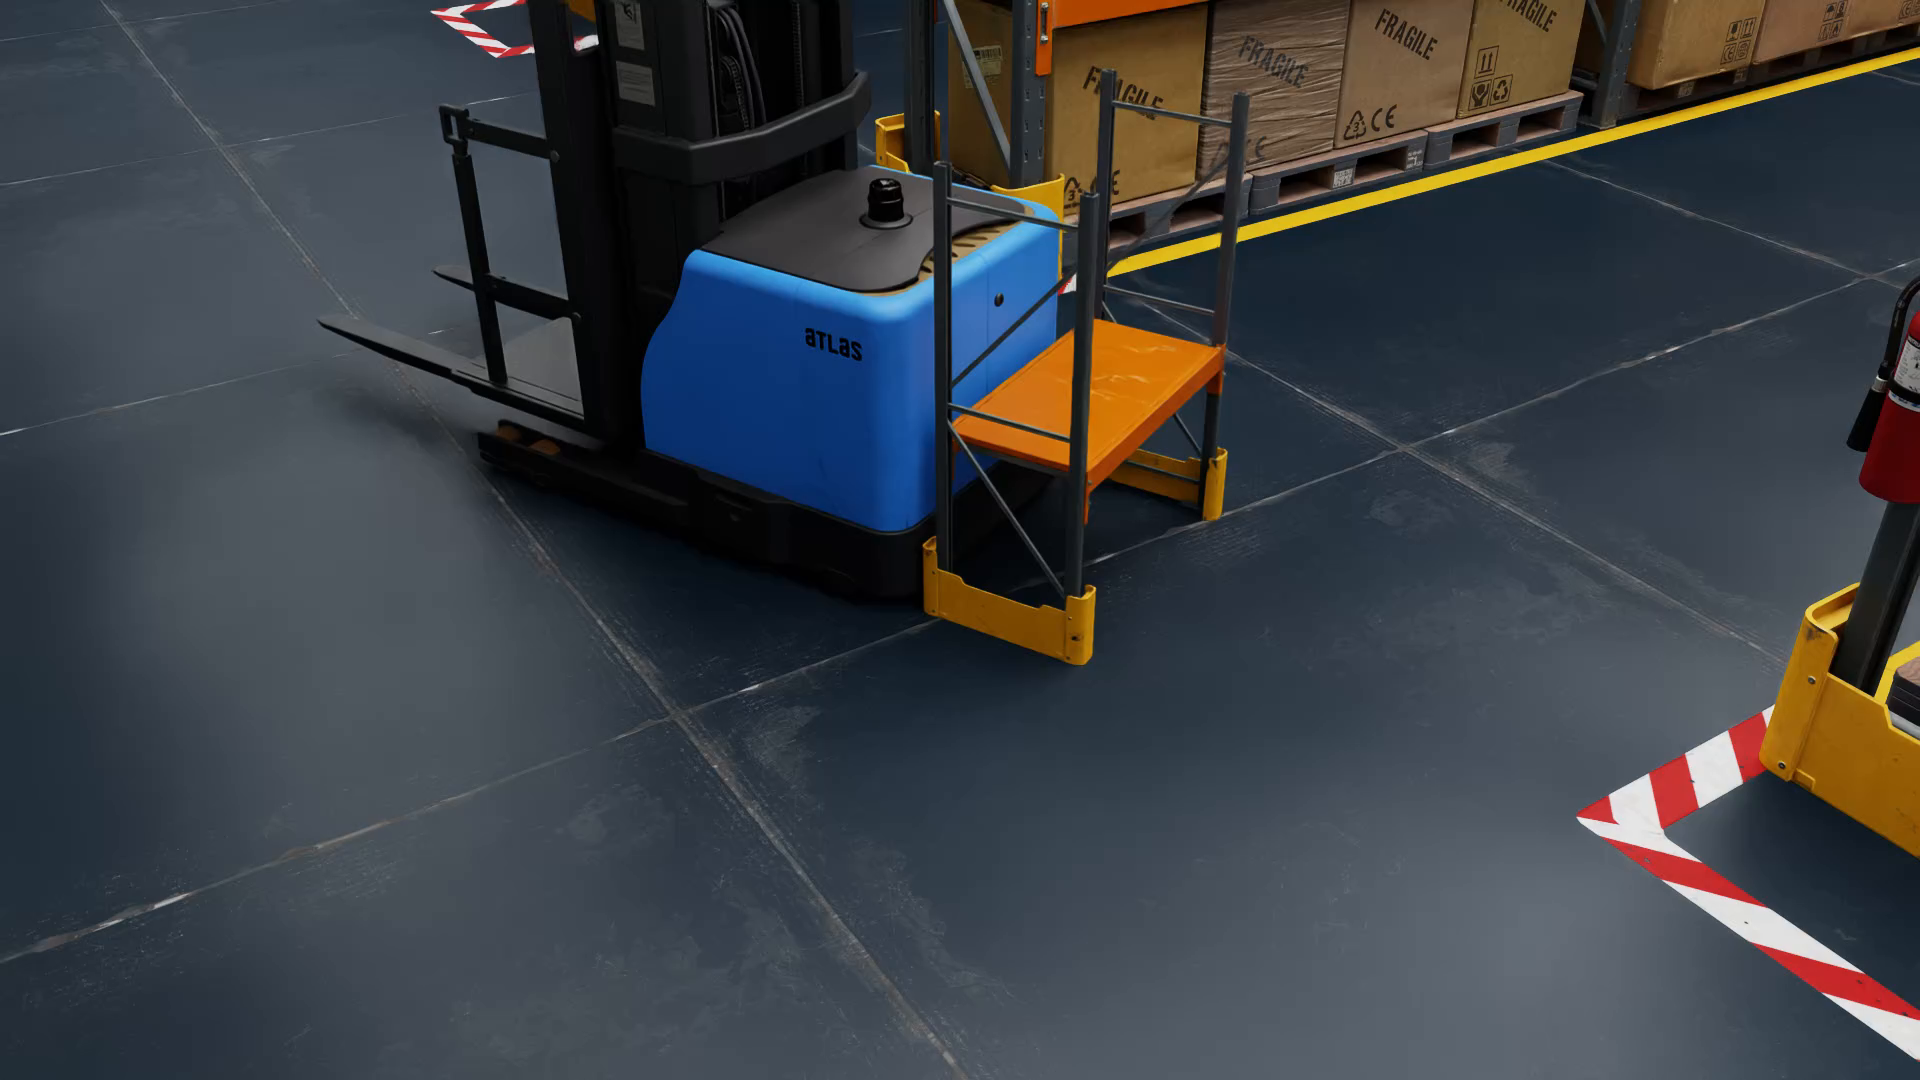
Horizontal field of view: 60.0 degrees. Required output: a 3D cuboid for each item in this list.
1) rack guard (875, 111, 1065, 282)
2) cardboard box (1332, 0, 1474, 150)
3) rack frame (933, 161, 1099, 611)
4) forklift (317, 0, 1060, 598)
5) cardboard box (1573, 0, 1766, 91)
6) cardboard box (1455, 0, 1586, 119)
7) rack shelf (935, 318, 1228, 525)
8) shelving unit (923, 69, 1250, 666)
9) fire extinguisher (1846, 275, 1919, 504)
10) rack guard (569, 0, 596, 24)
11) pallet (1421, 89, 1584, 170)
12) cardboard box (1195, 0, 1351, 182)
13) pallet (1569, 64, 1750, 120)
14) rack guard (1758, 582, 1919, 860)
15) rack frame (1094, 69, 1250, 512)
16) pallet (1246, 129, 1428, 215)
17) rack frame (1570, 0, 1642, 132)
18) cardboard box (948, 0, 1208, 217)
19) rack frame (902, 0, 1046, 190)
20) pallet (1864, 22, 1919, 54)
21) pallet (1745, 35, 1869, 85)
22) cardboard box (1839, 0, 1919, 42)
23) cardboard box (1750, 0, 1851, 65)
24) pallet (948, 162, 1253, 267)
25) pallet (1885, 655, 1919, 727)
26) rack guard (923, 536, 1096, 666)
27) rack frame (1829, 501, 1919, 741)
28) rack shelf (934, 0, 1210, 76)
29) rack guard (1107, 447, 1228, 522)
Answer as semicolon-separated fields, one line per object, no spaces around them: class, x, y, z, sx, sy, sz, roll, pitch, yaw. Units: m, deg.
rack guard;0.028;-1.602;7.821;0.348;0.500;1.175;-19;37;-27
cardboard box;2.056;-2.687;8.795;0.875;0.875;0.875;-19;37;-27
rack frame;0.146;-0.340;4.883;0.500;1.500;0.032;18;36;26
forklift;-1.166;-1.650;5.619;3.031;2.935;1.130;19;37;28
cardboard box;3.938;-3.296;9.761;0.875;0.875;1.225;-19;37;-27
cardboard box;2.813;-2.947;9.208;0.875;0.875;0.875;-19;37;-27
rack shelf;0.410;-0.420;5.347;0.538;0.185;1.000;18;36;26
shelving unit;0.405;-0.568;5.244;0.587;1.500;1.083;18;36;26
fire extinguisher;2.359;-0.415;4.019;0.183;0.674;0.296;-19;37;-27
rack guard;-2.490;-3.885;11.439;0.348;0.500;1.175;-19;37;-27
pallet;2.729;-2.459;9.450;1.213;0.211;1.003;-19;37;-27
cardboard box;1.308;-2.429;8.387;0.875;0.875;0.875;-19;37;-27
pallet;4.018;-2.900;10.150;1.213;0.211;1.003;-19;37;-27
rack guard;2.719;0.625;4.291;0.348;0.500;1.175;-19;37;-27
rack frame;0.673;-0.804;5.618;0.500;1.500;0.032;18;36;26
pallet;1.703;-2.104;8.887;1.213;0.211;1.003;-19;37;-27
rack frame;3.411;-3.823;8.998;0.127;3.000;1.000;-19;37;-27
cardboard box;0.543;-2.166;7.970;0.875;0.875;0.875;-19;37;-27
rack frame;0.049;-2.666;7.165;0.127;3.000;1.000;-19;37;-27
pallet;6.069;-3.605;11.268;1.213;0.211;1.003;-19;37;-27
pallet;5.045;-3.255;10.712;1.213;0.211;1.003;-19;37;-27
cardboard box;5.428;-3.814;10.582;0.875;0.875;1.225;-19;37;-27
cardboard box;4.688;-3.554;10.171;0.875;0.875;1.225;-20;38;-29
pallet;0.678;-1.753;8.331;1.213;0.211;1.003;-19;37;-27
pallet;3.446;0.513;4.739;1.213;0.211;1.003;-19;37;-27
rack guard;0.147;0.188;5.217;0.587;0.250;0.087;18;36;26
rack frame;2.732;-0.445;3.644;0.127;3.000;1.000;-19;37;-27
rack shelf;1.730;-2.940;8.274;4.000;0.370;1.077;-19;37;-27
rack guard;0.663;-0.266;5.938;0.587;0.250;0.087;18;36;26
